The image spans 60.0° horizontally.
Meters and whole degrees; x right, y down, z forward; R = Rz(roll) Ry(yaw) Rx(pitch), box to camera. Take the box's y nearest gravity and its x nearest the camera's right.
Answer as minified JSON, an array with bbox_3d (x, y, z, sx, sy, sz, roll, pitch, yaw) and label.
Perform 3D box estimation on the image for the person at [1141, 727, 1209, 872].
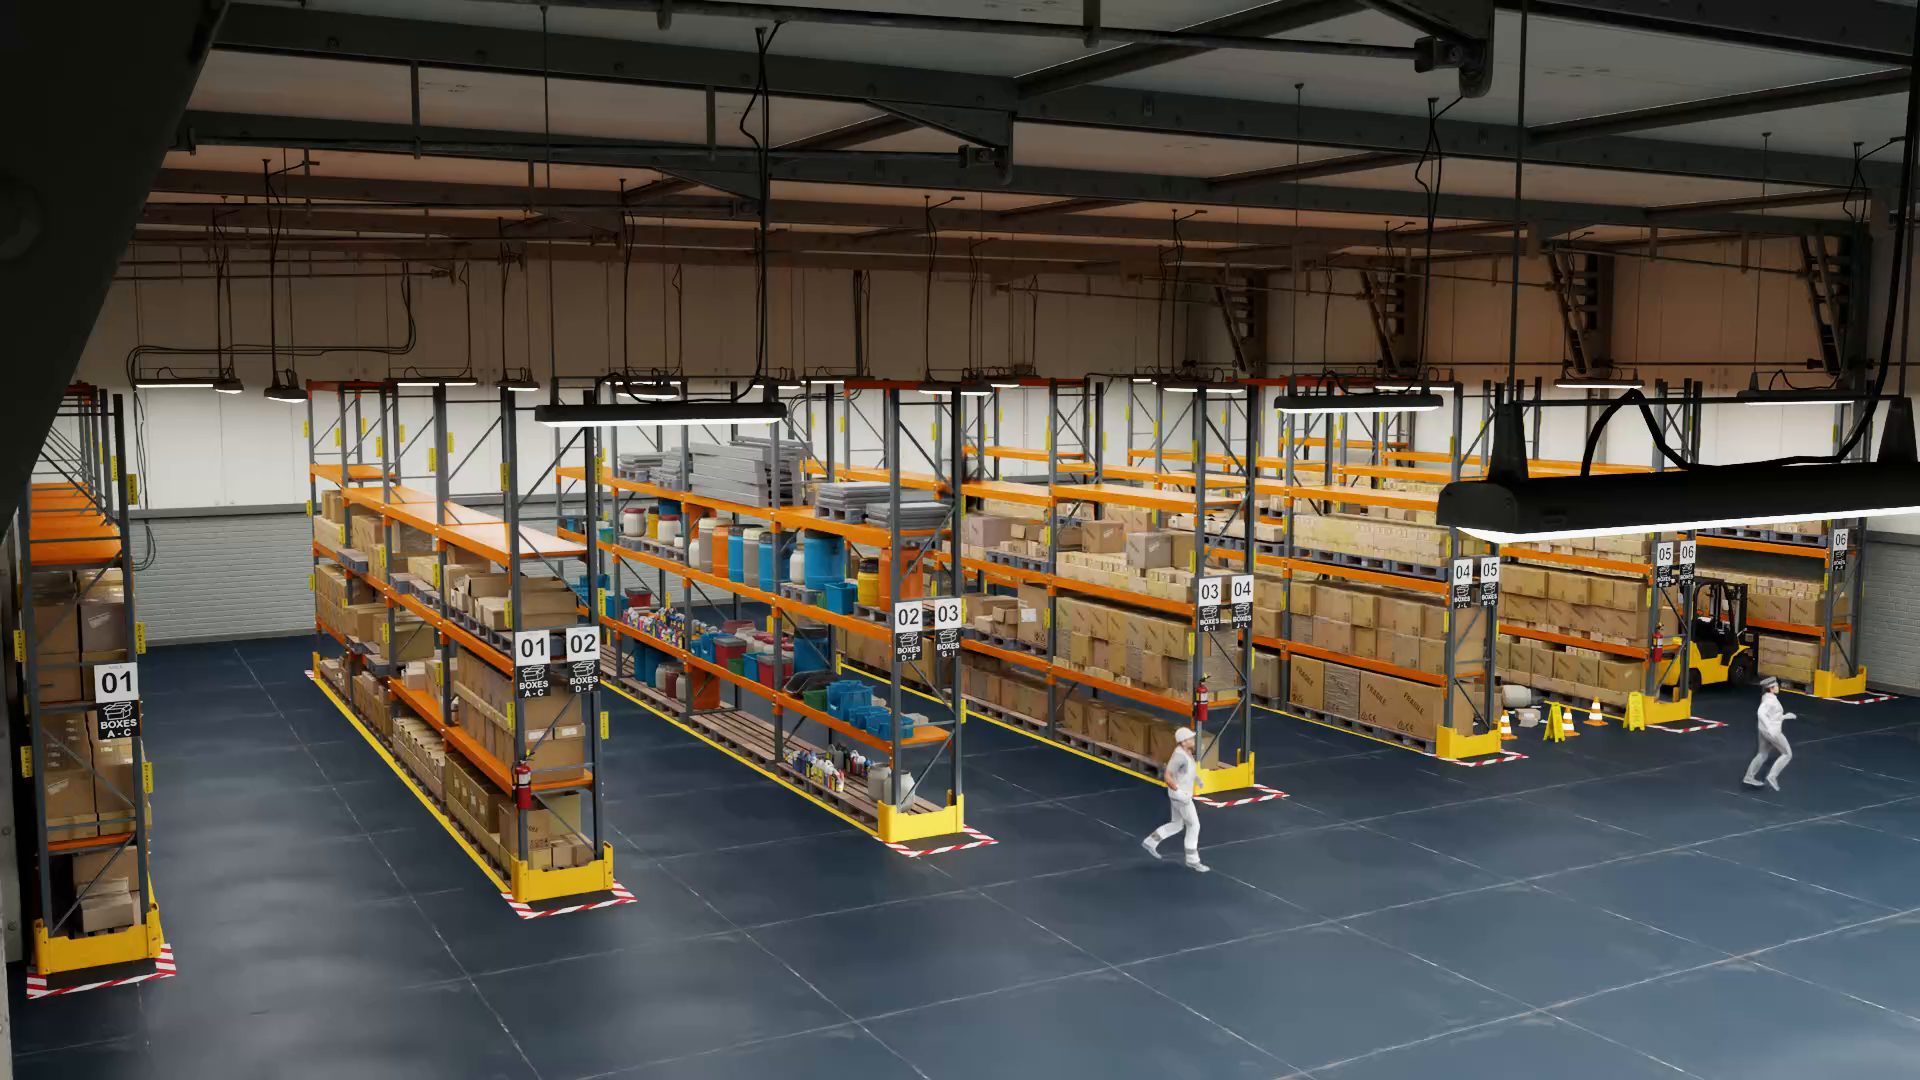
[{"bbox_3d":[2.703,3.228,20.824,0.863,1.810,0.651,1,6,10],"label":"person"}]

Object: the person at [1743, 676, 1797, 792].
[{"bbox_3d":[12.035,2.871,24.671,0.690,1.712,0.578,1,6,8],"label":"person"}]
